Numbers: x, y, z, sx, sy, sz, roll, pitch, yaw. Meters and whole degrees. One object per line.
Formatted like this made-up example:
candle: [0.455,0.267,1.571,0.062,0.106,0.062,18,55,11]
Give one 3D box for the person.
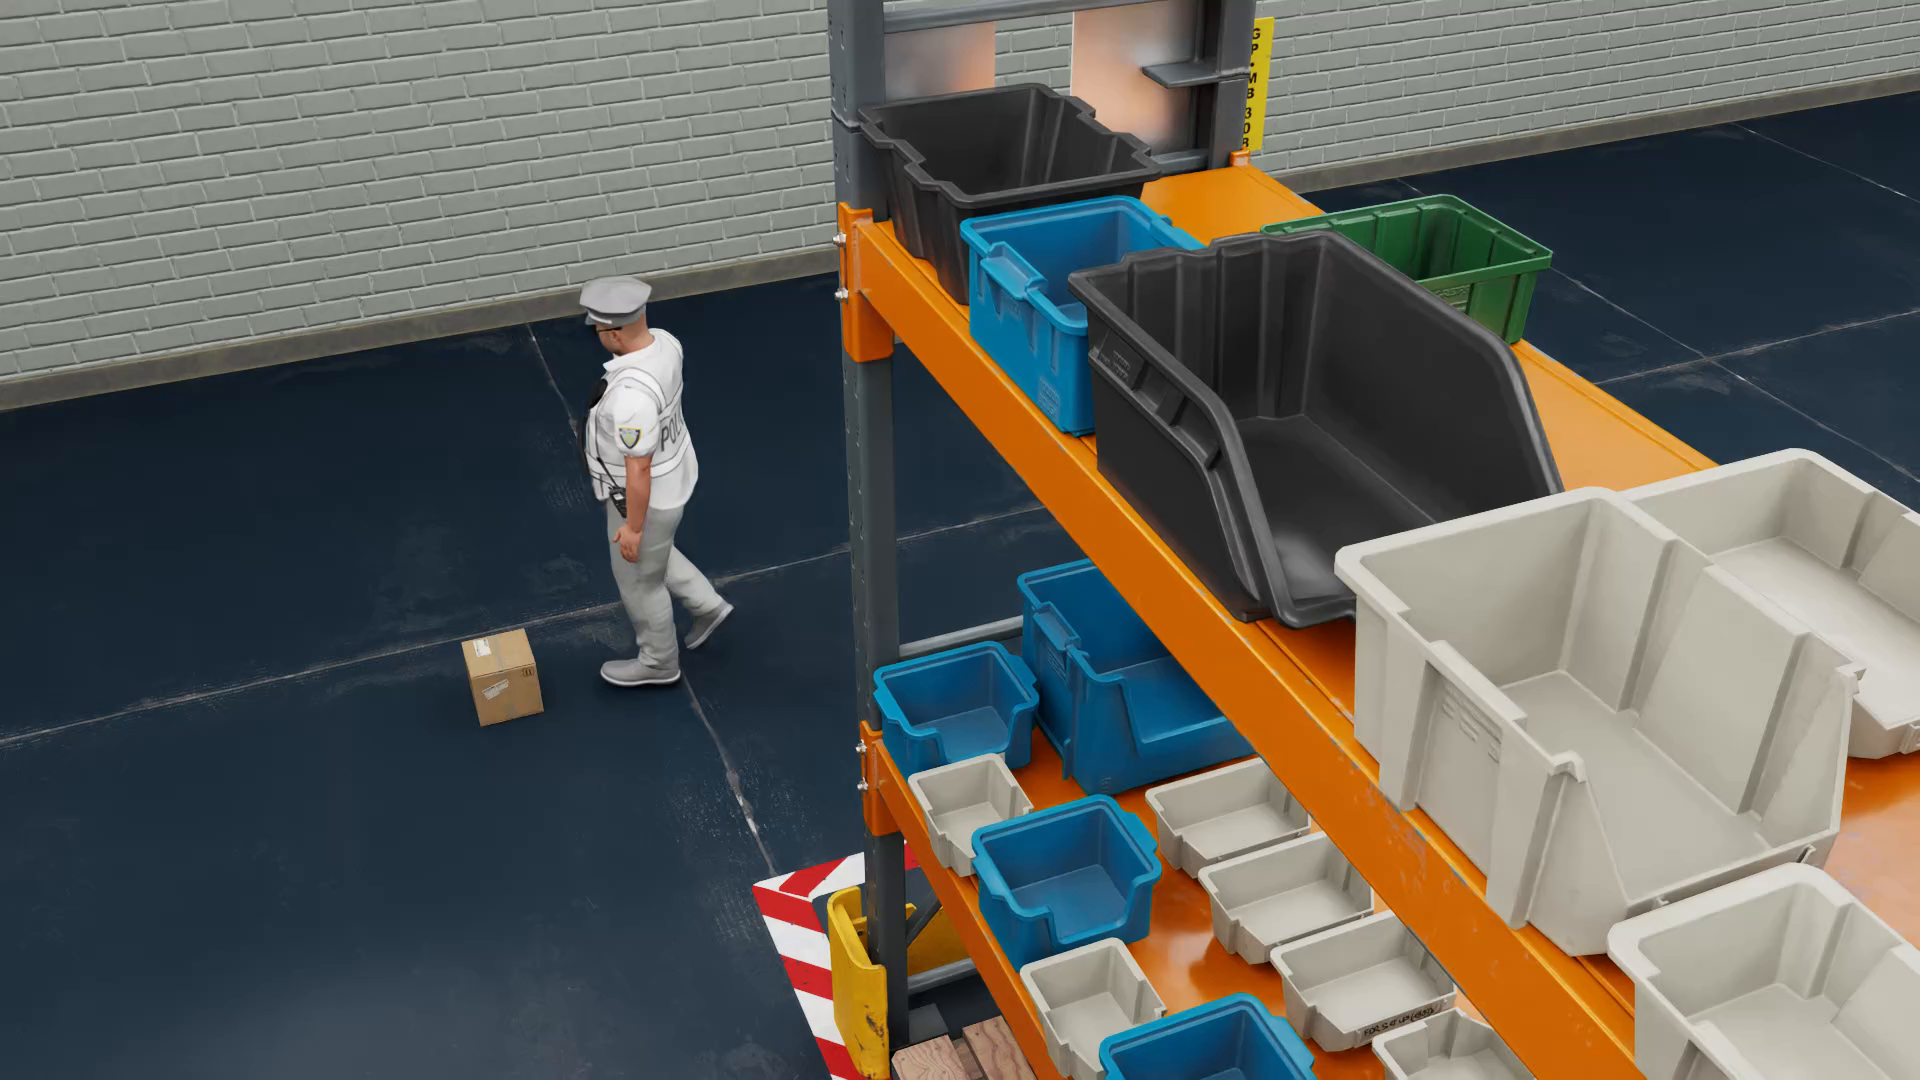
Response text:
person: [-1.210,-0.182,6.409,0.520,1.760,0.557,3,33,5]
